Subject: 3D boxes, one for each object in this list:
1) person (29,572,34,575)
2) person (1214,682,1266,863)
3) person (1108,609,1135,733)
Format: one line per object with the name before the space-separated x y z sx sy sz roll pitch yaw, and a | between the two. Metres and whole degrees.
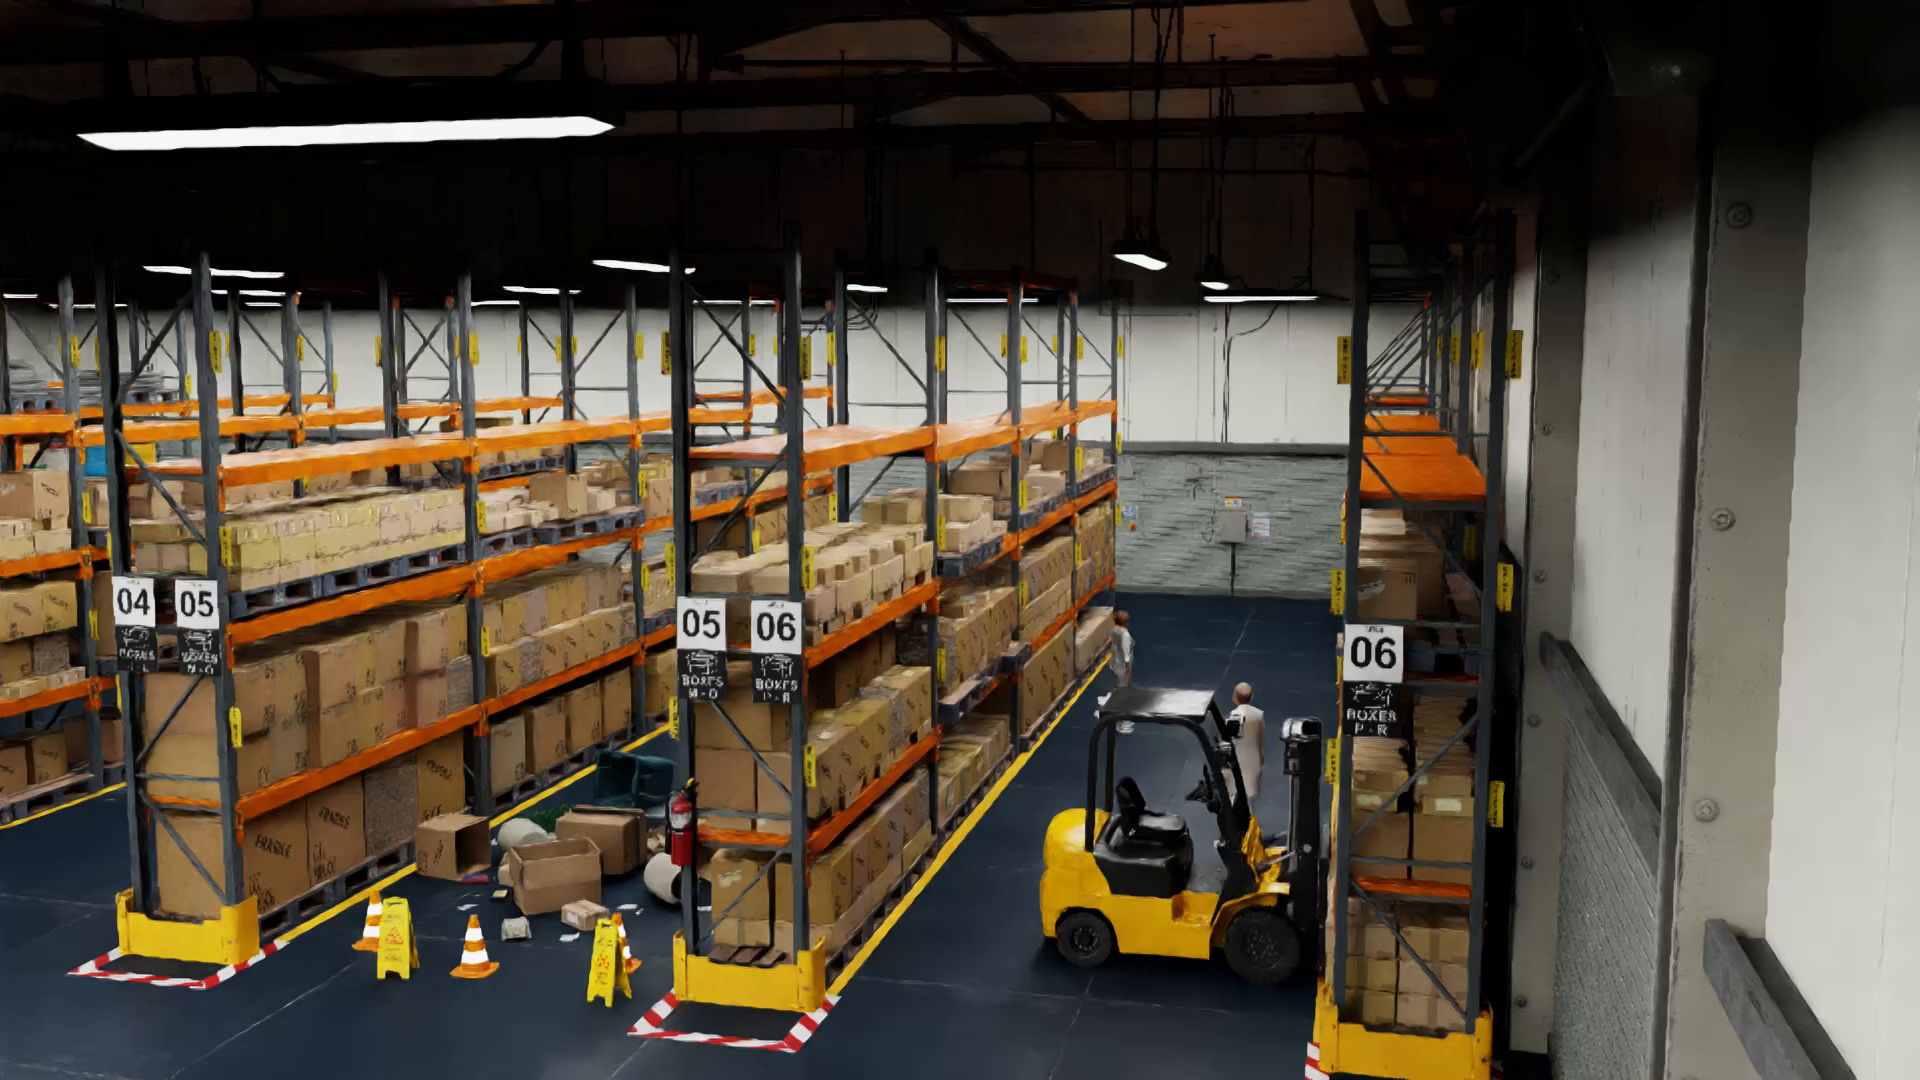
person | -20.404 -0.085 35.954 0.721 1.761 0.493 -4 8 -29
person | 2.747 2.272 16.420 0.634 1.772 0.693 6 9 39
person | 2.141 1.704 21.845 0.405 1.600 0.468 -2 7 -18
